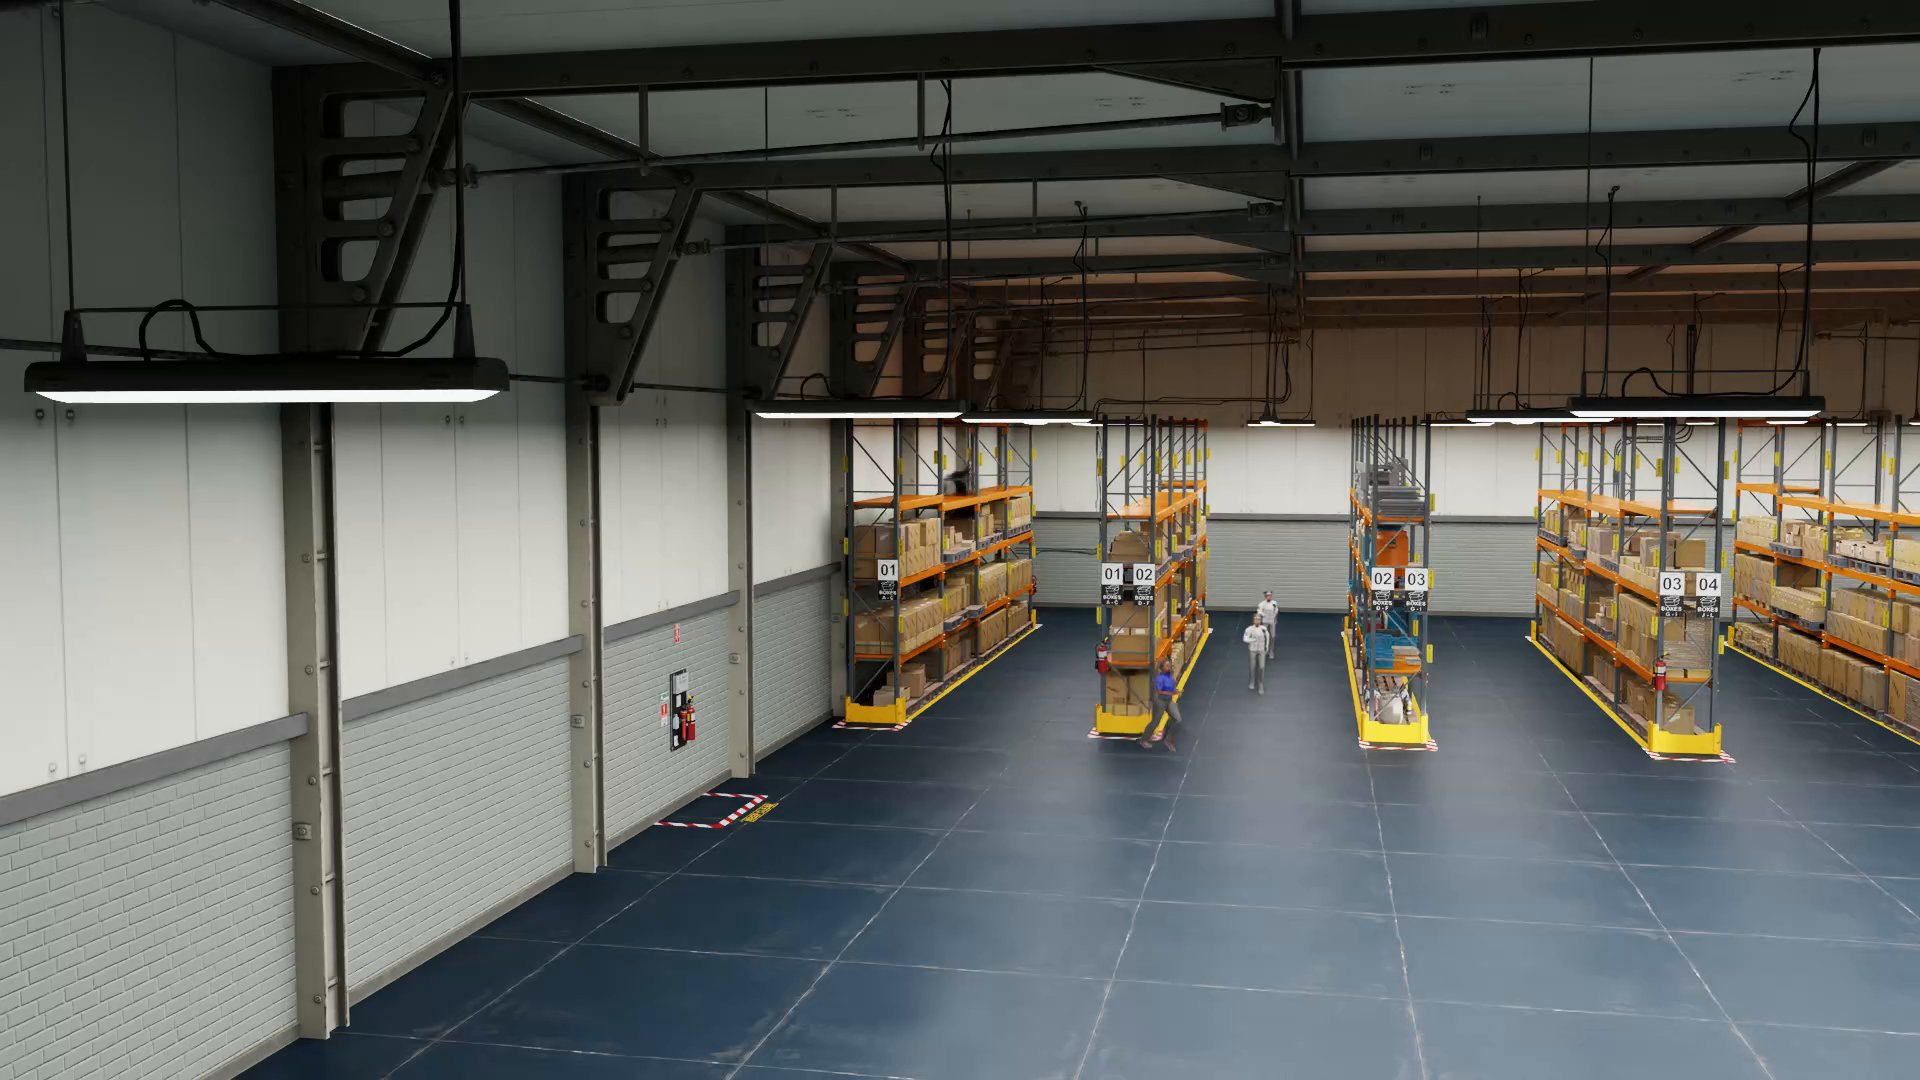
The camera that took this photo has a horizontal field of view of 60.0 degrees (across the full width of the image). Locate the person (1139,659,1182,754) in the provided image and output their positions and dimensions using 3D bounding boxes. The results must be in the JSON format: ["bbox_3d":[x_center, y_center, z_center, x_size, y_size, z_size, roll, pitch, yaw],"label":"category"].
[{"bbox_3d":[3.622,2.940,29.465,0.583,1.679,0.845,-4,5,-44],"label":"person"}]

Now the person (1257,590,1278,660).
[{"bbox_3d":[7.715,2.105,41.702,0.564,1.728,0.839,0,4,1],"label":"person"}]

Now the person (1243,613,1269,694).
[{"bbox_3d":[6.459,2.463,36.246,0.596,1.764,0.789,0,4,3],"label":"person"}]
